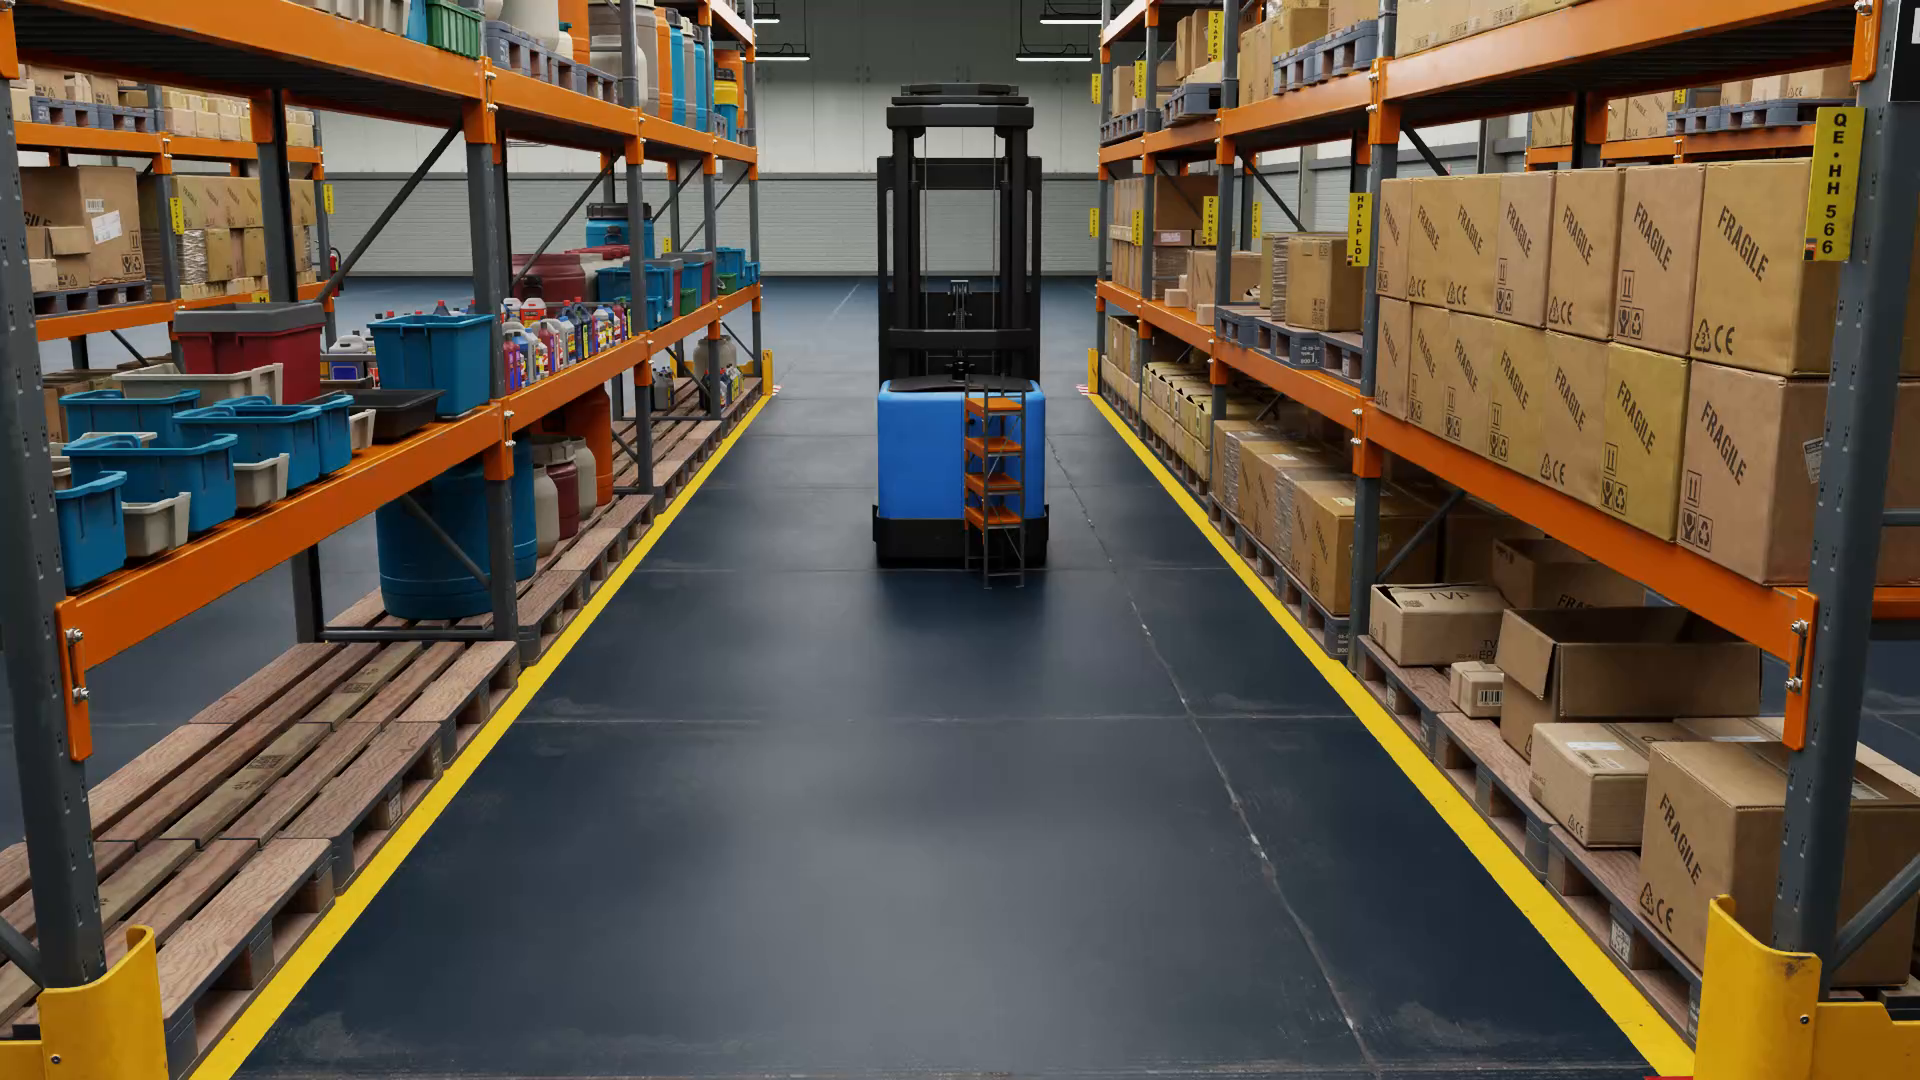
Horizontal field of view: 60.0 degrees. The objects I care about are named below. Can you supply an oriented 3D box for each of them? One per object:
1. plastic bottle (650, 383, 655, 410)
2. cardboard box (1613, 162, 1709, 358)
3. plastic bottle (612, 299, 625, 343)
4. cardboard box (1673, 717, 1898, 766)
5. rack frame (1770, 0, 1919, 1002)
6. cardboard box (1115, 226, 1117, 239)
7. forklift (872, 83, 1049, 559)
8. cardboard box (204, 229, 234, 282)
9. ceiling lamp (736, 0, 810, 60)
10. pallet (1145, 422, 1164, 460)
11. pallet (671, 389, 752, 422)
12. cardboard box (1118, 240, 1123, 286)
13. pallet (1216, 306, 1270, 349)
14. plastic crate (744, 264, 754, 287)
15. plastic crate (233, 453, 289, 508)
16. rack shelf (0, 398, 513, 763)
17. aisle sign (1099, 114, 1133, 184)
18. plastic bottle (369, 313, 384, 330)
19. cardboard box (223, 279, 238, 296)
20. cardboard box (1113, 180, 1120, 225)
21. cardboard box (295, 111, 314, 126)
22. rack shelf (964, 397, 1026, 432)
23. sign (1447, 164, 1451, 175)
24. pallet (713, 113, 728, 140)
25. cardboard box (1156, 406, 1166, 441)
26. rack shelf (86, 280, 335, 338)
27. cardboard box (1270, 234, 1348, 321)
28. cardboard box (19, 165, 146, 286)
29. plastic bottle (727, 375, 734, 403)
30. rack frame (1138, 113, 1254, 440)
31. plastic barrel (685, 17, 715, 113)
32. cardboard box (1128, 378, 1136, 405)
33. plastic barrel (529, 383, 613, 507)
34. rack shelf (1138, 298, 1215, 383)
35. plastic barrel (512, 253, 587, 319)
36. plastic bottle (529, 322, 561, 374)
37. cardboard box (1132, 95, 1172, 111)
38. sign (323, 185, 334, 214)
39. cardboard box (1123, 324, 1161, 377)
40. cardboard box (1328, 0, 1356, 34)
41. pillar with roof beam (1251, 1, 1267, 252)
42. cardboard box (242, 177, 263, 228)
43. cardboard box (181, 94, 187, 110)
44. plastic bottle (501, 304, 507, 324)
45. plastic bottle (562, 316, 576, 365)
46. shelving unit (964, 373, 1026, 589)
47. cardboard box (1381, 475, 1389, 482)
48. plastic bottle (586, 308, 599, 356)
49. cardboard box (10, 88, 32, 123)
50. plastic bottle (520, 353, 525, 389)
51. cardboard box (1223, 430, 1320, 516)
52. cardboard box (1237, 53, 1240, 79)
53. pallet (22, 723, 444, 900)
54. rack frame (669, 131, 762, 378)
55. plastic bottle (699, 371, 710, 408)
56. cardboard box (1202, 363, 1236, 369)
[{"bbox_3d":[-3.057,-1.455,16.241,0.144,0.351,0.185,-1,11,-3],"label":"plastic bottle"},{"bbox_3d":[2.149,-0.771,4.551,0.500,0.500,0.500,0,11,0],"label":"cardboard box"},{"bbox_3d":[-2.233,-1.434,10.875,0.061,0.283,0.133,0,11,-1],"label":"plastic bottle"},{"bbox_3d":[2.696,0.779,5.483,0.500,0.250,0.500,0,11,-1],"label":"cardboard box"},{"bbox_3d":[2.448,-0.045,3.735,0.949,2.616,0.053,0,11,-1],"label":"rack frame"},{"bbox_3d":[1.919,-3.411,18.446,0.380,0.149,0.250,0,11,-1],"label":"cardboard box"},{"bbox_3d":[-0.008,-1.562,11.385,1.130,2.935,3.031,0,11,-1],"label":"forklift"},{"bbox_3d":[-7.630,-2.774,16.189,0.875,0.500,0.500,0,11,-1],"label":"cardboard box"},{"bbox_3d":[-4.892,-14.056,43.030,2.000,3.185,0.800,0,11,-1],"label":"ceiling lamp"},{"bbox_3d":[2.251,-0.917,15.049,1.003,0.211,1.213,0,11,-1],"label":"pallet"},{"bbox_3d":[-2.756,-1.421,17.531,1.003,0.211,1.213,0,11,-1],"label":"pallet"},{"bbox_3d":[2.126,-3.077,18.430,0.700,0.500,0.500,0,11,0],"label":"cardboard box"},{"bbox_3d":[2.363,-1.406,10.930,1.213,0.211,1.003,0,11,-1],"label":"pallet"},{"bbox_3d":[-2.521,-2.905,18.209,0.499,0.251,0.408,0,11,-1],"label":"plastic crate"},{"bbox_3d":[-2.122,-0.175,4.888,0.250,0.136,0.298,0,11,-1],"label":"plastic crate"},{"bbox_3d":[-2.549,-0.070,5.669,1.077,0.370,4.000,0,11,-1],"label":"rack shelf"},{"bbox_3d":[1.806,-4.511,19.212,0.394,0.787,0.004,0,11,-1],"label":"aisle sign"},{"bbox_3d":[-2.937,-0.977,8.456,0.144,0.351,0.185,0,11,-1],"label":"plastic bottle"},{"bbox_3d":[-7.415,-2.510,16.518,0.380,0.149,0.250,0,11,-1],"label":"cardboard box"},{"bbox_3d":[2.112,-3.807,18.764,0.700,0.500,0.500,0,11,-1],"label":"cardboard box"},{"bbox_3d":[-7.473,-4.723,18.626,0.380,0.149,0.250,0,11,-1],"label":"cardboard box"},{"bbox_3d":[0.202,-0.740,9.713,0.258,0.148,0.480,-3,12,-12],"label":"rack shelf"},{"bbox_3d":[7.908,-5.933,26.928,0.001,0.298,0.199,0,11,-1],"label":"sign"},{"bbox_3d":[-2.868,-3.931,15.822,1.213,0.211,1.003,0,11,-1],"label":"pallet"},{"bbox_3d":[1.980,-1.003,14.316,0.500,0.250,0.500,-1,11,-3],"label":"cardboard box"},{"bbox_3d":[-7.749,-2.435,17.327,1.077,0.370,4.000,0,11,-1],"label":"rack shelf"},{"bbox_3d":[2.233,-1.582,10.007,0.700,0.500,0.500,2,12,10],"label":"cardboard box"},{"bbox_3d":[-7.831,-2.731,14.413,1.000,1.000,1.000,0,11,-1],"label":"cardboard box"},{"bbox_3d":[-2.323,-1.527,16.769,0.061,0.283,0.133,0,11,1],"label":"plastic bottle"},{"bbox_3d":[2.197,-2.430,15.493,1.000,3.000,0.127,0,11,-1],"label":"rack frame"},{"bbox_3d":[-2.669,-4.530,15.984,0.600,0.901,0.708,0,11,-1],"label":"plastic barrel"},{"bbox_3d":[1.968,-1.479,16.664,0.500,0.250,0.500,0,11,-1],"label":"cardboard box"},{"bbox_3d":[-2.646,-0.660,11.172,0.600,0.830,0.708,0,11,-1],"label":"plastic barrel"},{"bbox_3d":[2.238,-1.680,13.605,1.077,0.370,4.000,0,11,-1],"label":"rack shelf"},{"bbox_3d":[-2.986,-1.773,11.912,0.600,0.536,0.708,0,11,-1],"label":"plastic barrel"},{"bbox_3d":[-2.238,-1.037,8.938,0.152,0.276,0.135,0,11,-1],"label":"plastic bottle"},{"bbox_3d":[1.898,-4.290,16.340,0.380,0.149,0.250,0,11,-1],"label":"cardboard box"},{"bbox_3d":[-7.235,-3.906,19.060,0.100,0.325,0.005,0,11,-1],"label":"sign"},{"bbox_3d":[1.956,-1.946,17.080,0.500,0.500,0.500,0,11,-1],"label":"cardboard box"},{"bbox_3d":[2.395,-2.979,9.096,0.600,0.600,0.600,-1,11,-3],"label":"cardboard box"},{"bbox_3d":[3.146,-10.804,41.680,9.100,9.000,0.548,0,11,-1],"label":"pillar with roof beam"},{"bbox_3d":[-7.506,-3.463,17.072,0.500,0.500,0.500,0,11,-1],"label":"cardboard box"},{"bbox_3d":[-7.480,-4.101,15.557,0.380,0.149,0.250,-1,11,-4],"label":"cardboard box"},{"bbox_3d":[-2.978,-1.375,10.605,0.152,0.276,0.135,0,11,-1],"label":"plastic bottle"},{"bbox_3d":[-2.220,-1.123,9.376,0.097,0.271,0.097,0,11,0],"label":"plastic bottle"},{"bbox_3d":[0.202,-0.355,9.791,0.258,1.200,0.503,-3,12,-12],"label":"shelving unit"},{"bbox_3d":[2.571,-0.133,9.350,0.500,0.500,0.500,0,11,0],"label":"cardboard box"},{"bbox_3d":[-2.215,-1.252,9.981,0.061,0.283,0.133,0,11,-1],"label":"plastic bottle"},{"bbox_3d":[-7.411,-3.290,12.565,0.500,0.250,0.500,0,11,0],"label":"cardboard box"},{"bbox_3d":[-2.195,-0.847,8.189,0.097,0.201,0.097,0,11,0],"label":"plastic bottle"},{"bbox_3d":[2.019,-0.430,10.814,0.500,0.500,0.500,-1,11,-3],"label":"cardboard box"},{"bbox_3d":[2.214,-3.327,11.692,0.500,0.250,0.500,-1,12,-5],"label":"cardboard box"},{"bbox_3d":[-2.508,0.936,5.917,1.003,0.211,1.213,0,11,-1],"label":"pallet"},{"bbox_3d":[-2.838,-3.206,19.315,1.000,3.000,0.127,0,11,-1],"label":"rack frame"},{"bbox_3d":[-2.502,-1.489,16.412,0.144,0.351,0.185,0,11,-1],"label":"plastic bottle"},{"bbox_3d":[2.492,-1.484,15.278,0.500,0.311,0.500,0,11,-1],"label":"cardboard box"}]
